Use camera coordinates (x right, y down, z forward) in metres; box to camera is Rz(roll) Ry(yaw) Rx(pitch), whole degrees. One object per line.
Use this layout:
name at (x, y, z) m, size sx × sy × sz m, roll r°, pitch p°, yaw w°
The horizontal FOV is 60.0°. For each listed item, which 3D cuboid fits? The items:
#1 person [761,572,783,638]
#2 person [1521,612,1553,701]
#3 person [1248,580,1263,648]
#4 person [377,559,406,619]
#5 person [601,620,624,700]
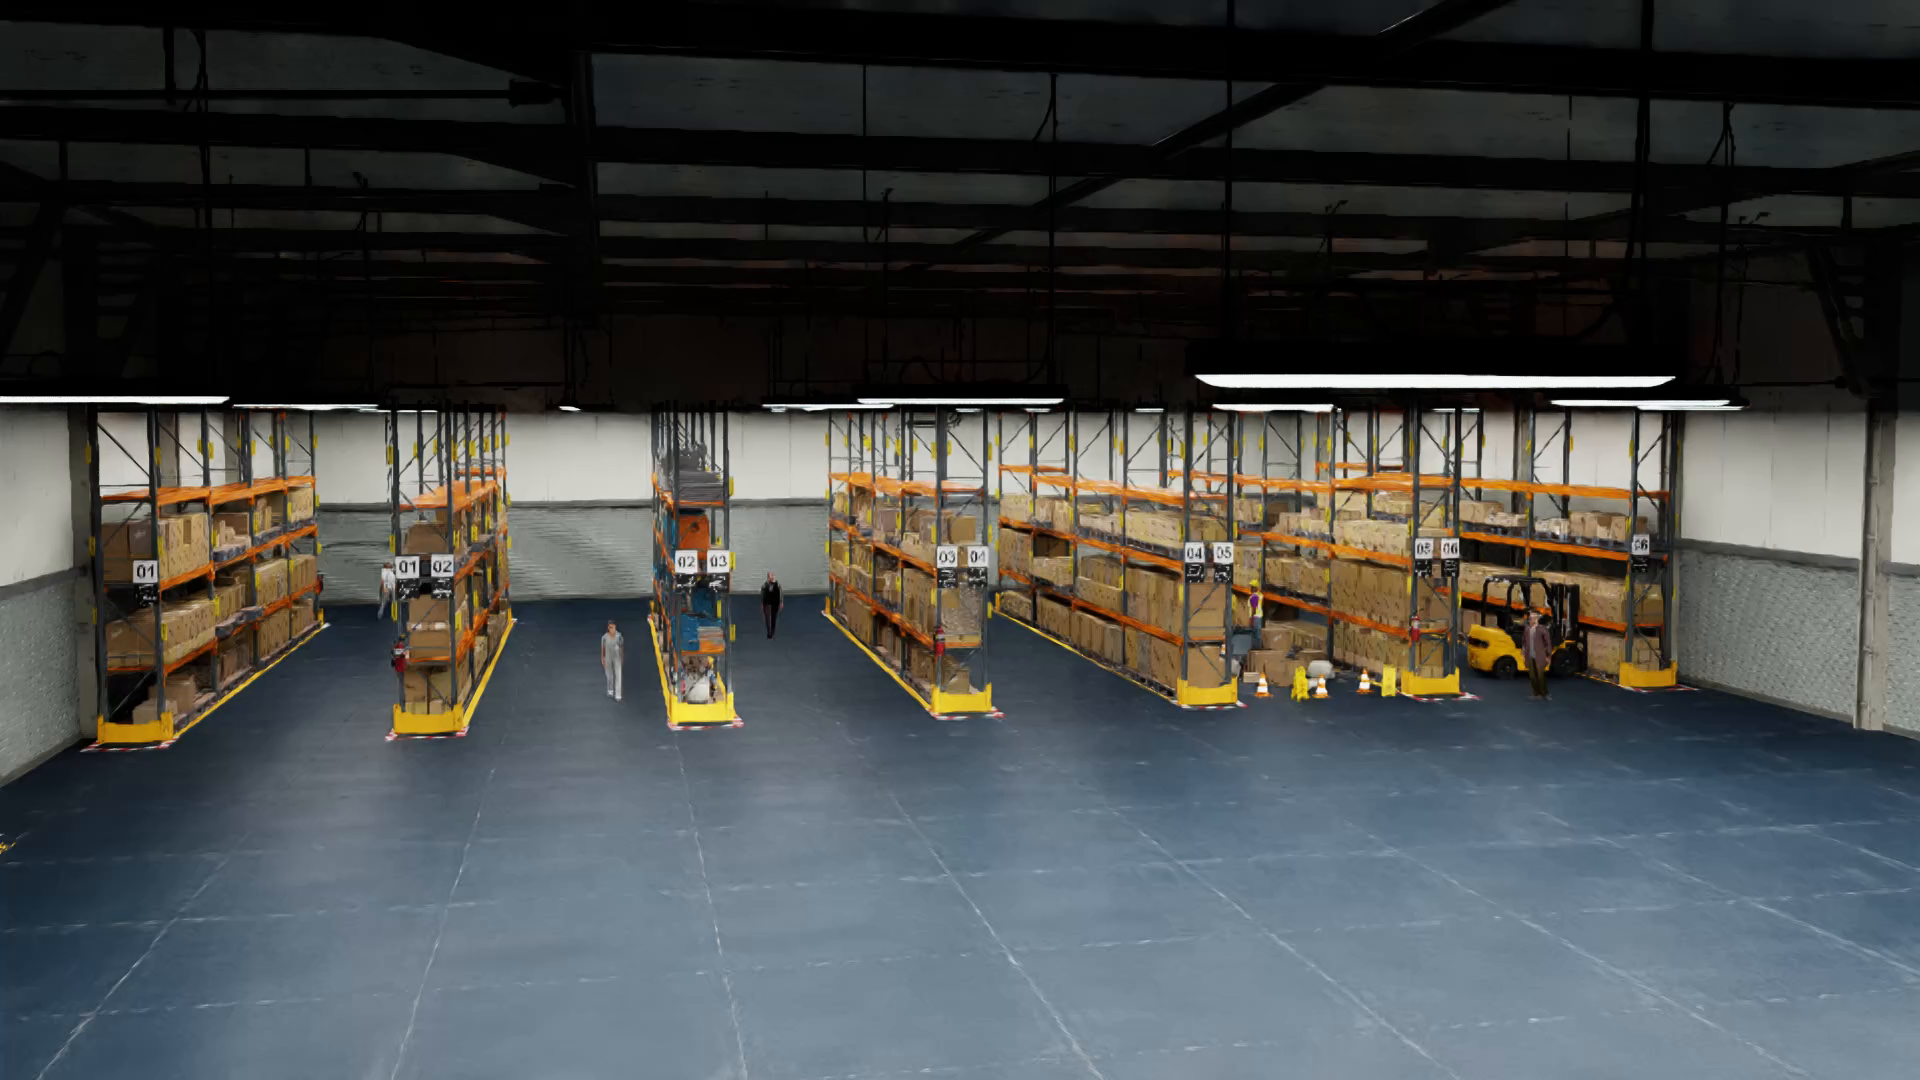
person at (-4.845, 1.655, 42.930) m, size 0.555 × 1.673 × 1.029 m, roll -1°, pitch 4°, yaw -13°
person at (11.539, 2.321, 33.230) m, size 0.457 × 1.773 × 0.679 m, roll -4°, pitch 6°, yaw -44°
person at (7.001, 1.837, 39.681) m, size 0.591 × 1.763 × 0.685 m, roll 1°, pitch 4°, yaw 13°
person at (-16.054, 1.365, 46.795) m, size 0.560 × 1.651 × 0.733 m, roll 2°, pitch 5°, yaw 24°
person at (-7.003, 2.390, 33.471) m, size 0.446 × 1.590 × 1.110 m, roll -1°, pitch 4°, yaw -10°
